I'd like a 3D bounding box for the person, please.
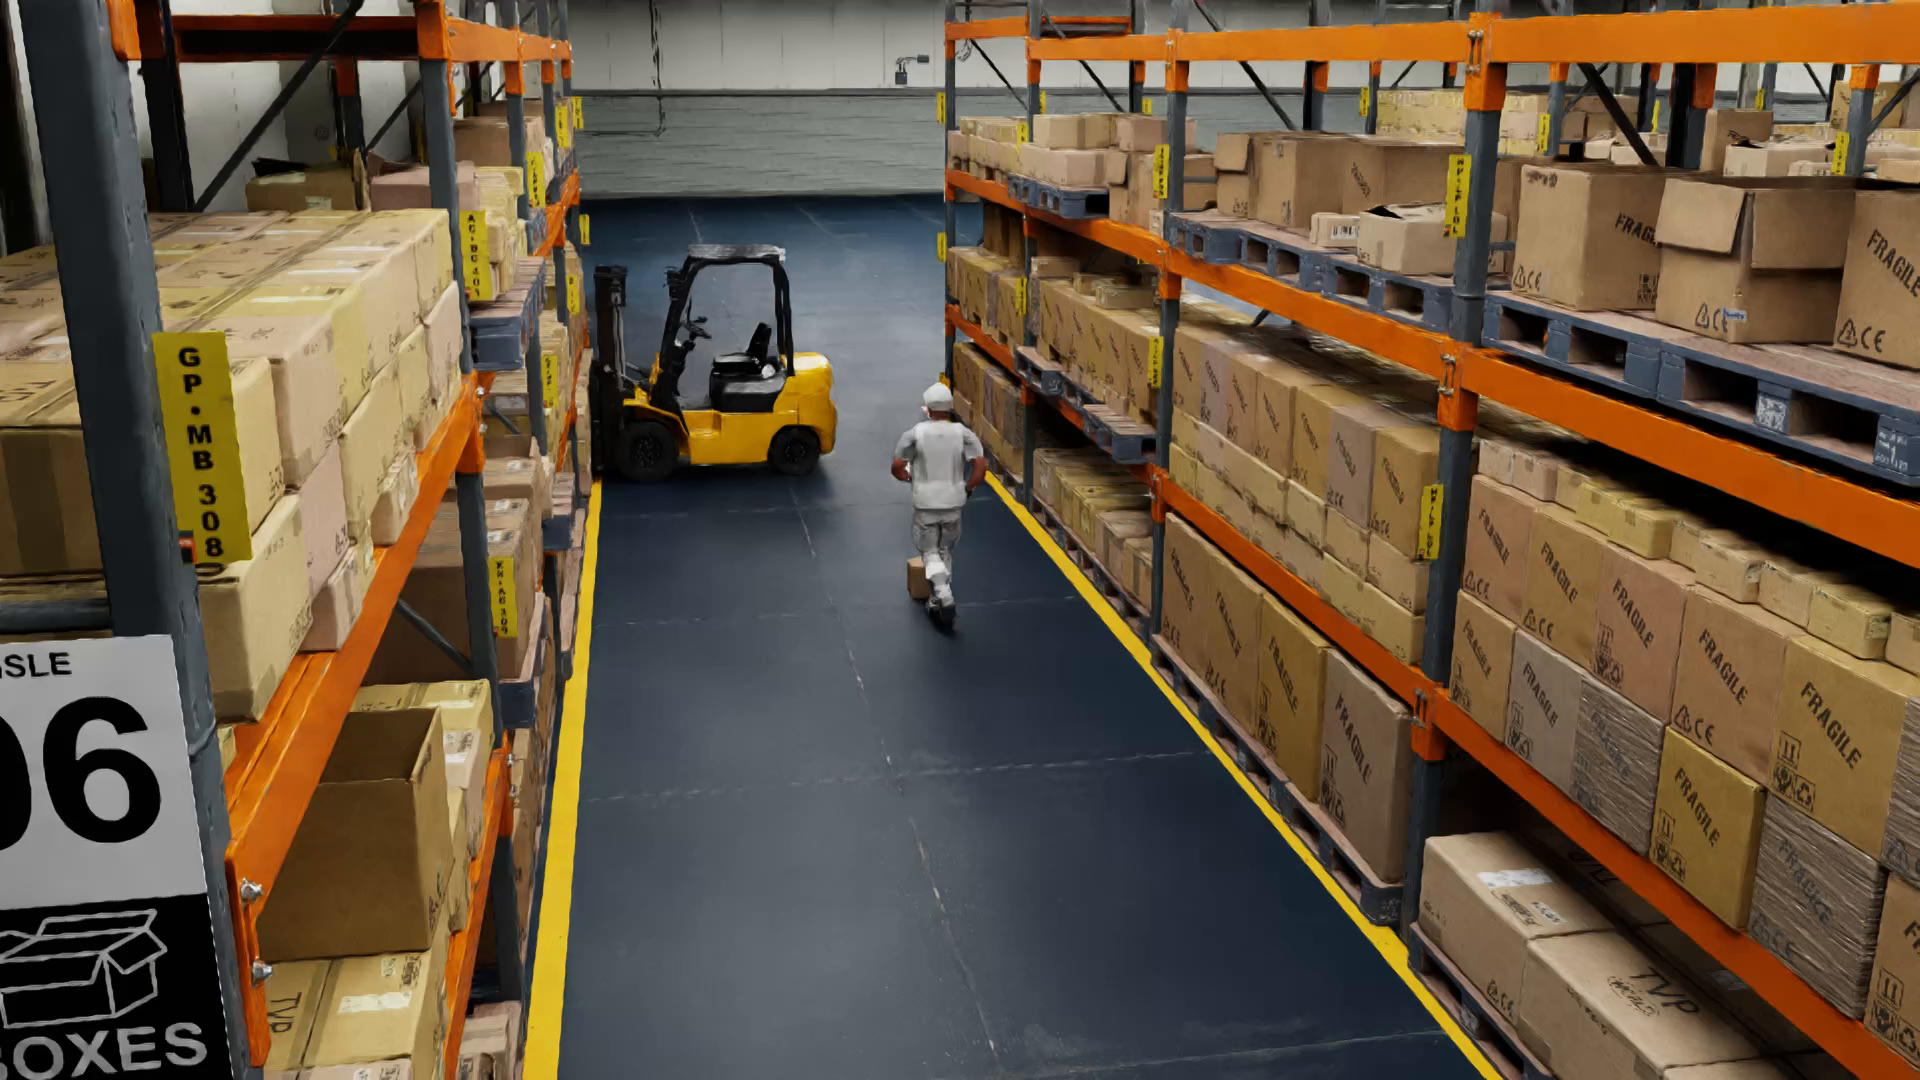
[{"bbox_3d":[-0.167,-0.246,11.843,0.669,1.771,0.772,-3,16,-9],"label":"person"}]
